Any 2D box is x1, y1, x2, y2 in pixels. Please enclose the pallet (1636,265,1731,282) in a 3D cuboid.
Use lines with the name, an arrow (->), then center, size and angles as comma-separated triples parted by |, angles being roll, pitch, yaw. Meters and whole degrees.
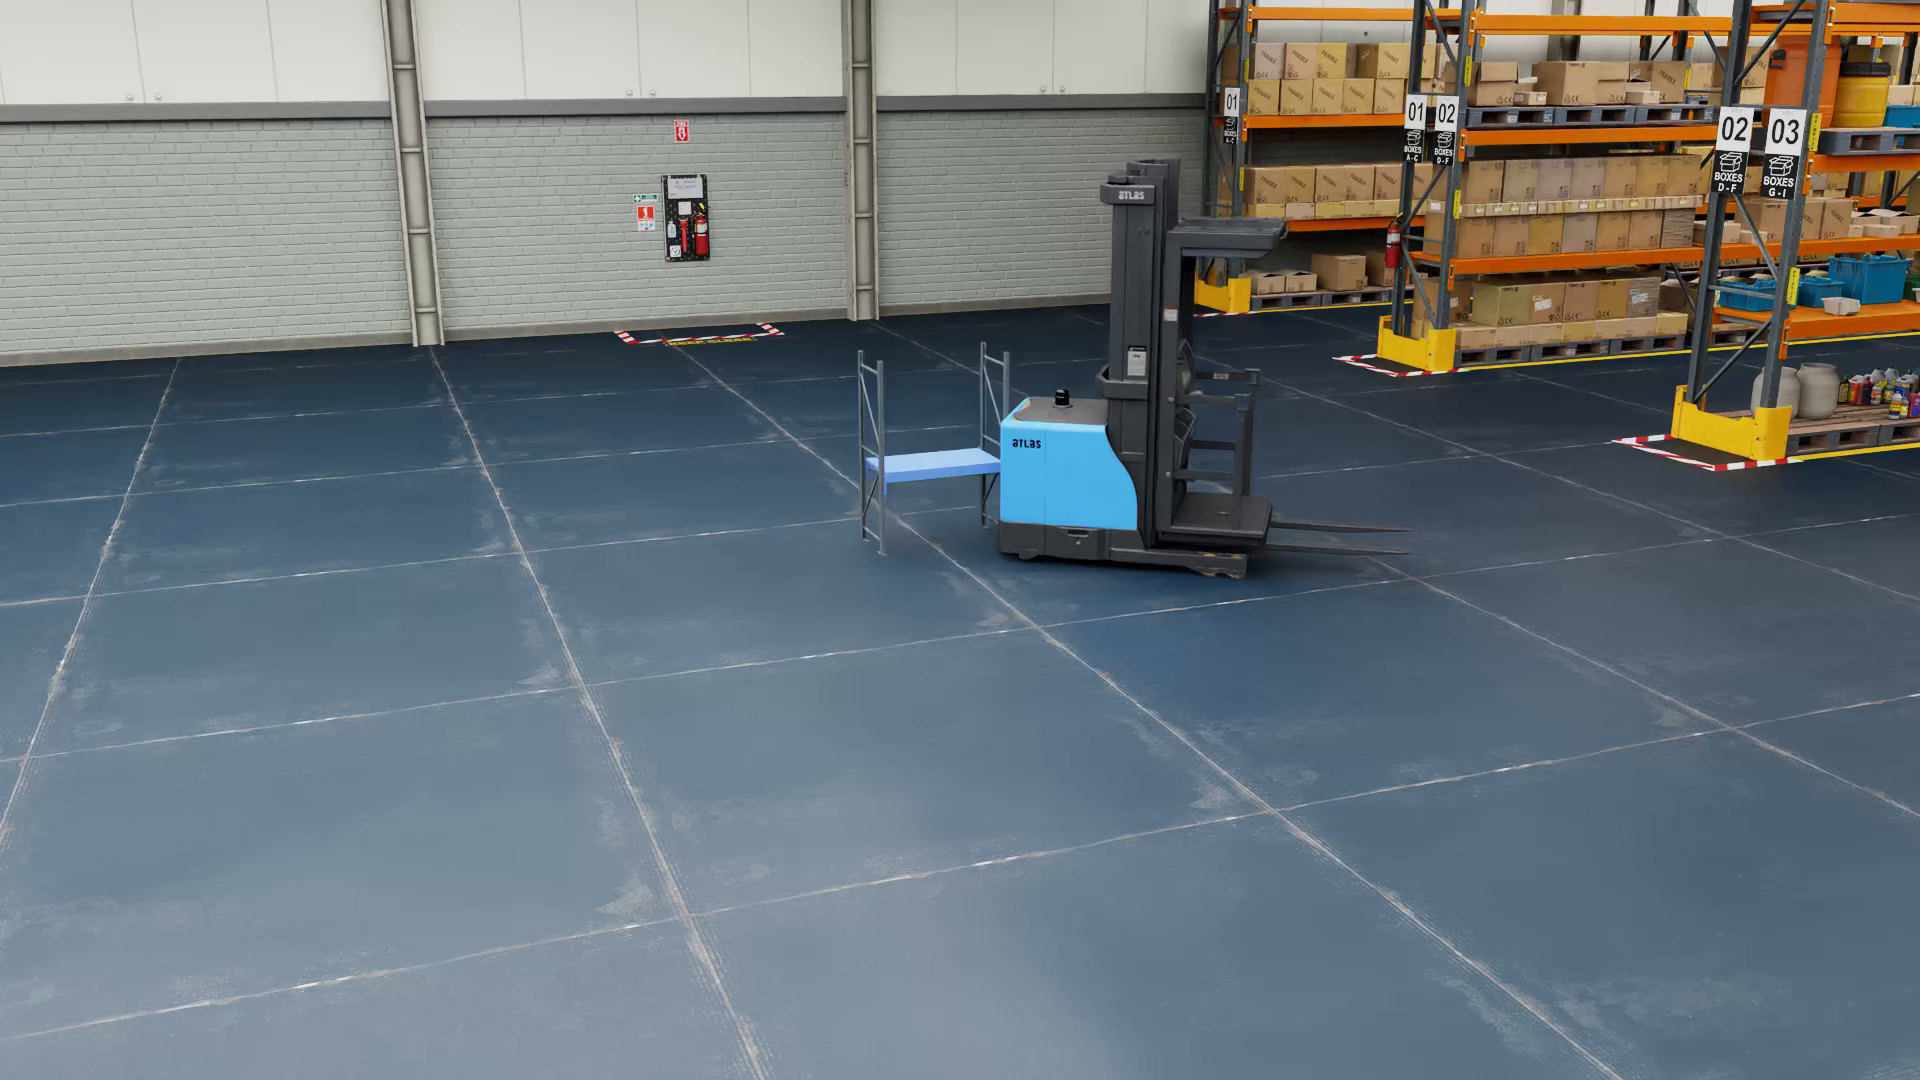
pallet -> 12.095, -4.463, 27.923 | 1.213, 0.211, 1.003 | -6, 17, -20

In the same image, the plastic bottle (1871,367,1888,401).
plastic bottle -> 9.493, -1.619, 17.209 | 0.185, 0.351, 0.144 | -5, 17, -18

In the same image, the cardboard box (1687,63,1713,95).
cardboard box -> 11.756, -7.503, 27.043 | 0.500, 0.500, 0.700 | -8, 18, -24

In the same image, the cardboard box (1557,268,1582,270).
cardboard box -> 9.702, -4.588, 27.055 | 0.500, 0.500, 0.700 | -6, 17, -20

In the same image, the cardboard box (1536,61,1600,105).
cardboard box -> 7.286, -5.484, 19.953 | 0.500, 0.500, 0.500 | -6, 17, -20

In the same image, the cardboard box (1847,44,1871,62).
cardboard box -> 15.636, -8.253, 28.569 | 0.500, 0.500, 0.500 | -6, 18, -20

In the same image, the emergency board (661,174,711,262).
emergency board -> -3.718, -4.389, 22.722 | 0.643, 1.169, 0.194 | -6, 17, -20

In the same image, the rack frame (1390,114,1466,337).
rack frame -> 5.638, -3.632, 20.143 | 0.127, 3.000, 1.000 | -6, 17, -20

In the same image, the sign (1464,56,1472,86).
sign -> 5.831, -5.382, 19.087 | 0.005, 0.325, 0.100 | -6, 17, -20

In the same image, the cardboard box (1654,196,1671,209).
cardboard box -> 8.721, -4.259, 20.951 | 0.250, 0.149, 0.380 | -7, 18, -22

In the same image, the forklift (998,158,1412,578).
forklift -> 1.861, -1.291, 12.291 | 3.031, 2.935, 1.130 | 4, 17, 13

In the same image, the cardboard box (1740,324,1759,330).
cardboard box -> 10.316, -2.944, 21.936 | 0.500, 0.250, 0.500 | -6, 17, -19

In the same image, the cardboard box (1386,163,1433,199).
cardboard box -> 6.802, -5.455, 25.251 | 0.500, 0.500, 0.500 | -6, 17, -20

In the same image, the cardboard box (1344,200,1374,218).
cardboard box -> 5.862, -4.995, 25.014 | 0.500, 0.250, 0.500 | -6, 17, -20

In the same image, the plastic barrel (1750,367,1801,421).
plastic barrel -> 7.994, -1.423, 16.290 | 0.421, 0.512, 0.421 | 0, 16, 0

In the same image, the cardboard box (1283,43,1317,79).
cardboard box -> 4.795, -6.924, 24.042 | 0.500, 0.500, 0.500 | -6, 18, -21

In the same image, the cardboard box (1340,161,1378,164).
cardboard box -> 6.132, -5.544, 25.552 | 0.500, 0.500, 0.500 | -6, 17, -19

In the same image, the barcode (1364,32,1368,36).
barcode -> 6.145, -7.662, 25.171 | 0.075, 0.075, 0.001 | -6, 17, -20

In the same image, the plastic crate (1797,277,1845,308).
plastic crate -> 8.376, -2.450, 16.383 | 0.408, 0.251, 0.499 | -6, 17, -20

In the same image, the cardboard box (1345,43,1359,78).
cardboard box -> 5.617, -7.174, 24.895 | 0.500, 0.500, 0.500 | -6, 17, -20

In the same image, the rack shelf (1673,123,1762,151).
rack shelf -> 11.241, -5.331, 21.882 | 4.000, 0.370, 1.077 | -6, 17, -20

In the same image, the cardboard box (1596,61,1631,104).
cardboard box -> 7.790, -5.660, 20.548 | 0.637, 0.503, 0.797 | -4, 17, -14

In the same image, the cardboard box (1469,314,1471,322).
cardboard box -> 6.496, -2.700, 21.103 | 0.500, 0.250, 0.500 | -6, 17, -20

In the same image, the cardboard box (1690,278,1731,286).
cardboard box -> 10.132, -3.357, 22.346 | 0.500, 0.311, 0.500 | -6, 17, -19

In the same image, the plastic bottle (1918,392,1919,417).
plastic bottle -> 9.531, -1.366, 16.488 | 0.097, 0.271, 0.097 | 0, 16, 0

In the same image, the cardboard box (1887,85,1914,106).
cardboard box -> 12.222, -5.889, 22.027 | 0.500, 0.250, 0.500 | -6, 17, -19

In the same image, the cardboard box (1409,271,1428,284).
cardboard box -> 7.108, -4.128, 26.080 | 0.250, 0.166, 0.380 | -9, 18, -27

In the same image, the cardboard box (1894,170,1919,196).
cardboard box -> 16.263, -6.412, 29.075 | 0.700, 0.700, 0.980 | -7, 18, -21

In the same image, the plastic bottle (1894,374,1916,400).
plastic bottle -> 9.743, -1.566, 17.159 | 0.135, 0.276, 0.152 | -6, 17, -20

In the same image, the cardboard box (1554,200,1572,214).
cardboard box -> 7.283, -4.105, 20.424 | 0.250, 0.149, 0.380 | -6, 18, -21

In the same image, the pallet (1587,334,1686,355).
pallet -> 8.615, -2.628, 21.674 | 1.213, 0.211, 1.003 | -6, 17, -20

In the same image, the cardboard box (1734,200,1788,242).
cardboard box -> 10.588, -4.210, 21.933 | 0.500, 0.500, 0.500 | -5, 17, -16

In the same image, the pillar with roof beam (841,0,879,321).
pillar with roof beam -> 0.144, -6.374, 18.833 | 0.400, 9.000, 9.100 | -6, 17, -20

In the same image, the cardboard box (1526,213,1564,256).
cardboard box -> 7.033, -3.827, 20.628 | 0.500, 0.500, 0.700 | -6, 17, -20

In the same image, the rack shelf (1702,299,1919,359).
rack shelf -> 9.274, -2.185, 16.492 | 4.000, 0.370, 1.077 | -6, 17, -20

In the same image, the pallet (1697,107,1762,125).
pallet -> 10.192, -5.475, 21.435 | 1.217, 0.209, 0.805 | -7, 18, -22

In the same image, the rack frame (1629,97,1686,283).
rack frame -> 11.332, -5.742, 27.327 | 0.127, 3.000, 1.000 | -6, 17, -20

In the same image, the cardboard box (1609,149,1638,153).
cardboard box -> 10.726, -6.233, 26.891 | 0.250, 0.149, 0.380 | -9, 19, -29

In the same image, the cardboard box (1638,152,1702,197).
cardboard box -> 8.961, -4.660, 21.162 | 0.500, 0.500, 0.700 | -6, 17, -20

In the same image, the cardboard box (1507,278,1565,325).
cardboard box -> 7.147, -2.974, 20.707 | 0.500, 0.500, 0.500 | -6, 17, -20

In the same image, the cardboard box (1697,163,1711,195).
cardboard box -> 11.877, -5.924, 27.206 | 0.500, 0.500, 0.500 | -6, 17, -18

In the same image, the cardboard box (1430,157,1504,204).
cardboard box -> 6.128, -4.352, 20.114 | 0.500, 0.500, 0.700 | -6, 17, -20

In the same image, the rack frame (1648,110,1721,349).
rack frame -> 9.373, -4.035, 21.517 | 0.127, 3.000, 1.000 | -6, 17, -20

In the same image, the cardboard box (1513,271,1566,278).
cardboard box -> 7.428, -3.161, 21.344 | 0.500, 0.500, 0.500 | -6, 17, -20

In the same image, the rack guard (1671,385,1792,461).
rack guard -> 7.461, -1.149, 16.125 | 0.348, 0.500, 1.175 | -6, 17, -20

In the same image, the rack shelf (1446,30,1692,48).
rack shelf -> 9.465, -7.881, 25.953 | 4.000, 0.370, 1.077 | -6, 17, -20

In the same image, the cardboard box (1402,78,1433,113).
cardboard box -> 6.737, -6.672, 24.957 | 0.500, 0.500, 0.500 | -8, 18, -25

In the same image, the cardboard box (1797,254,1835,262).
cardboard box -> 14.507, -5.215, 28.604 | 0.750, 0.750, 0.750 | -6, 17, -19

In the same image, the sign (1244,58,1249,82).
sign -> 4.056, -6.651, 23.549 | 0.005, 0.325, 0.100 | -6, 17, -20

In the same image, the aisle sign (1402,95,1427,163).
aisle sign -> 5.471, -4.950, 20.018 | 0.004, 0.787, 0.394 | -6, 17, -20

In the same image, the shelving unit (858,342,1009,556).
shelving unit -> -0.203, -0.717, 12.879 | 1.048, 1.500, 0.538 | -6, 18, -21

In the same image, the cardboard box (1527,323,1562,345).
cardboard box -> 7.151, -2.612, 20.803 | 0.500, 0.250, 0.500 | -6, 17, -20
